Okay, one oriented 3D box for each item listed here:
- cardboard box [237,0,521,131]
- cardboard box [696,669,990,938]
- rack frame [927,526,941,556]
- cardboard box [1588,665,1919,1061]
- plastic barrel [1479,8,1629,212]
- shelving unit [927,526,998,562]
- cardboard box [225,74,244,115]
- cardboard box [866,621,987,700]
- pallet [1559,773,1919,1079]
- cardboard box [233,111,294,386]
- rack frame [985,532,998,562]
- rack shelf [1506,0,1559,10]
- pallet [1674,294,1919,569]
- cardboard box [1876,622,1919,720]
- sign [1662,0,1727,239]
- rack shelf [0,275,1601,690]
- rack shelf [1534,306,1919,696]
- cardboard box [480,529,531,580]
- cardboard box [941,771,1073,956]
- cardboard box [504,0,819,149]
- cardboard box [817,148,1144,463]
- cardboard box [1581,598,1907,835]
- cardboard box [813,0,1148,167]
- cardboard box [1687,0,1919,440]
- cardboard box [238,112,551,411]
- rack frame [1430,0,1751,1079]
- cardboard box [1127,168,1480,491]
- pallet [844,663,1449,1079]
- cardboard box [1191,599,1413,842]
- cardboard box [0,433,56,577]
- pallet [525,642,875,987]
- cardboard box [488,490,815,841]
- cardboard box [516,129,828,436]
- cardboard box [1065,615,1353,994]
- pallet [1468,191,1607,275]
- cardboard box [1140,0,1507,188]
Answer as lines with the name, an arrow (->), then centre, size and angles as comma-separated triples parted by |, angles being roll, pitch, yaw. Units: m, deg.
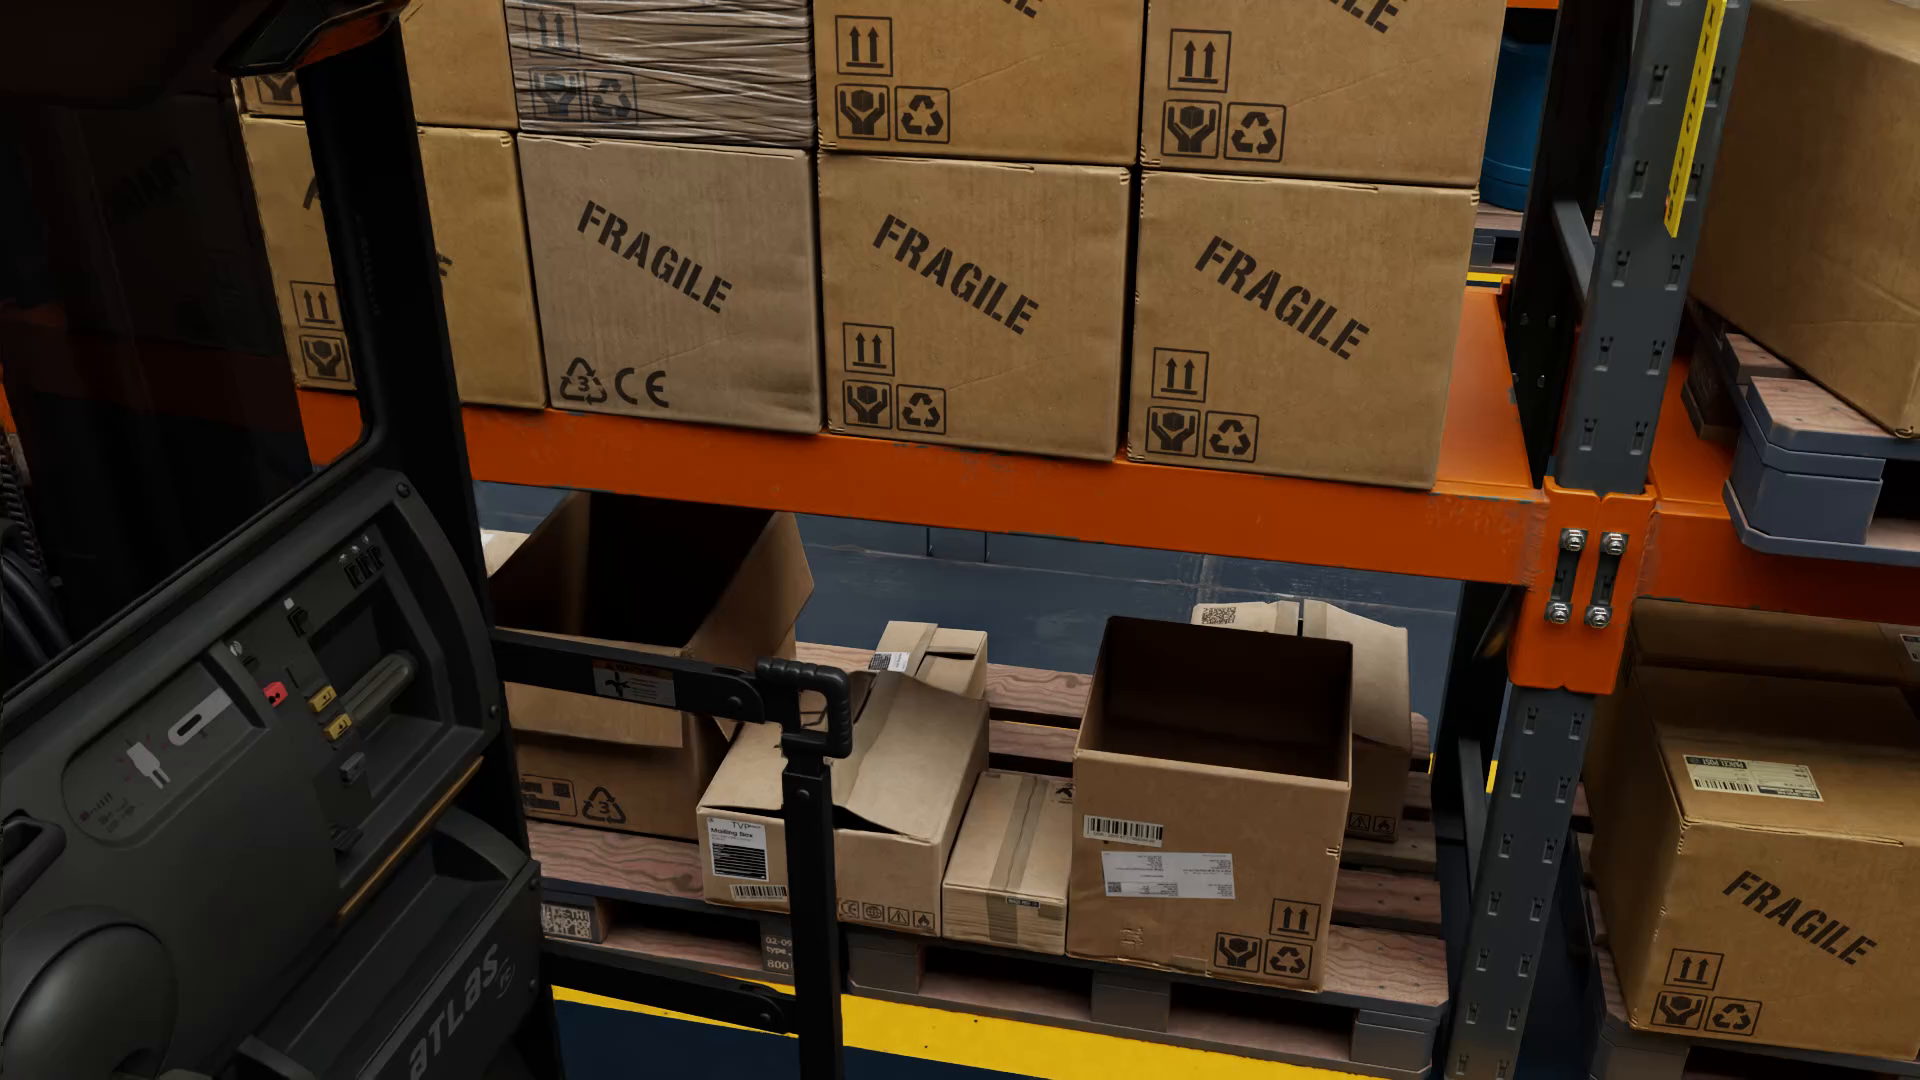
cardboard box -> -0.916, -1.028, 2.859 | 0.500, 0.500, 0.500 | 6, 29, 10
cardboard box -> -0.231, 0.523, 3.514 | 0.500, 0.311, 0.500 | 6, 29, 11
rack frame -> -0.075, -0.534, 4.976 | 0.006, 1.200, 0.240 | 6, 29, 11
cardboard box -> 1.541, 0.602, 3.172 | 0.500, 0.500, 0.500 | 5, 29, 8
plastic barrel -> 2.686, -1.992, 7.512 | 0.708, 0.901, 0.600 | 6, 29, 11
shelving unit -> 0.014, -0.525, 4.959 | 0.189, 1.200, 0.258 | 6, 29, 11
cardboard box -> -1.413, -1.078, 2.951 | 0.500, 0.500, 0.500 | 6, 29, 11
cardboard box -> -0.094, 0.359, 3.962 | 0.250, 0.166, 0.380 | 6, 29, 11
pallet -> 1.923, 0.822, 3.528 | 1.213, 0.211, 1.003 | 6, 29, 11
cardboard box -> -1.418, -0.640, 3.192 | 0.500, 0.500, 0.500 | 6, 29, 10
rack frame -> 0.104, -0.516, 4.942 | 0.006, 1.200, 0.240 | 6, 29, 11
rack shelf -> 4.113, -2.274, 7.030 | 4.000, 0.370, 1.077 | 6, 29, 11
pallet -> 1.878, -0.249, 2.781 | 1.213, 0.211, 1.003 | 6, 29, 11
cardboard box -> 2.143, 0.407, 3.527 | 0.500, 0.500, 0.500 | 6, 29, 11
sign -> 1.013, -0.589, 2.300 | 0.005, 0.325, 0.100 | 6, 29, 11
rack shelf -> -0.837, -0.350, 3.514 | 4.000, 0.370, 1.077 | 6, 29, 11
rack shelf -> 3.075, 0.051, 2.781 | 4.000, 0.370, 1.077 | 6, 29, 11
cardboard box -> -1.287, 0.196, 4.174 | 0.500, 0.250, 0.500 | 6, 29, 11
cardboard box -> 0.124, 0.660, 3.432 | 0.250, 0.149, 0.380 | 6, 29, 11
cardboard box -> -0.424, -0.977, 2.765 | 0.500, 0.500, 0.500 | 6, 29, 11
cardboard box -> 0.072, -0.489, 2.916 | 0.500, 0.500, 0.500 | 7, 29, 12
cardboard box -> 1.662, 0.354, 3.625 | 0.500, 0.500, 0.500 | 6, 29, 10
cardboard box -> 0.069, -0.926, 2.673 | 0.500, 0.500, 0.500 | 5, 29, 10
cardboard box -> 1.536, -0.540, 2.572 | 0.500, 0.500, 0.700 | -4, 29, -7
cardboard box -> -0.929, -0.589, 3.099 | 0.500, 0.500, 0.500 | 6, 29, 11
rack frame -> 1.119, -0.465, 2.975 | 0.127, 3.000, 1.000 | 6, 29, 11
cardboard box -> 0.577, -0.438, 2.823 | 0.500, 0.500, 0.500 | 6, 29, 11
pallet -> 0.448, 0.689, 3.771 | 1.213, 0.211, 1.003 | 6, 29, 11
cardboard box -> 0.754, 0.378, 3.778 | 0.500, 0.311, 0.500 | 6, 29, 11
cardboard box -> -2.209, -0.023, 4.314 | 0.500, 0.500, 0.500 | 6, 29, 11
pallet -> -0.749, 0.568, 3.993 | 1.213, 0.211, 1.003 | 6, 29, 11
cardboard box -> -0.719, 0.251, 3.809 | 0.637, 0.503, 0.797 | 6, 29, 11
cardboard box -> -0.430, -0.540, 3.008 | 0.500, 0.500, 0.500 | 7, 29, 12
cardboard box -> 0.503, 0.515, 3.331 | 0.500, 0.500, 0.500 | 6, 29, 11
pallet -> 2.903, -1.470, 7.716 | 1.213, 0.211, 1.003 | 6, 29, 11
cardboard box -> 0.571, -0.876, 2.582 | 0.500, 0.500, 0.500 | 6, 29, 11
